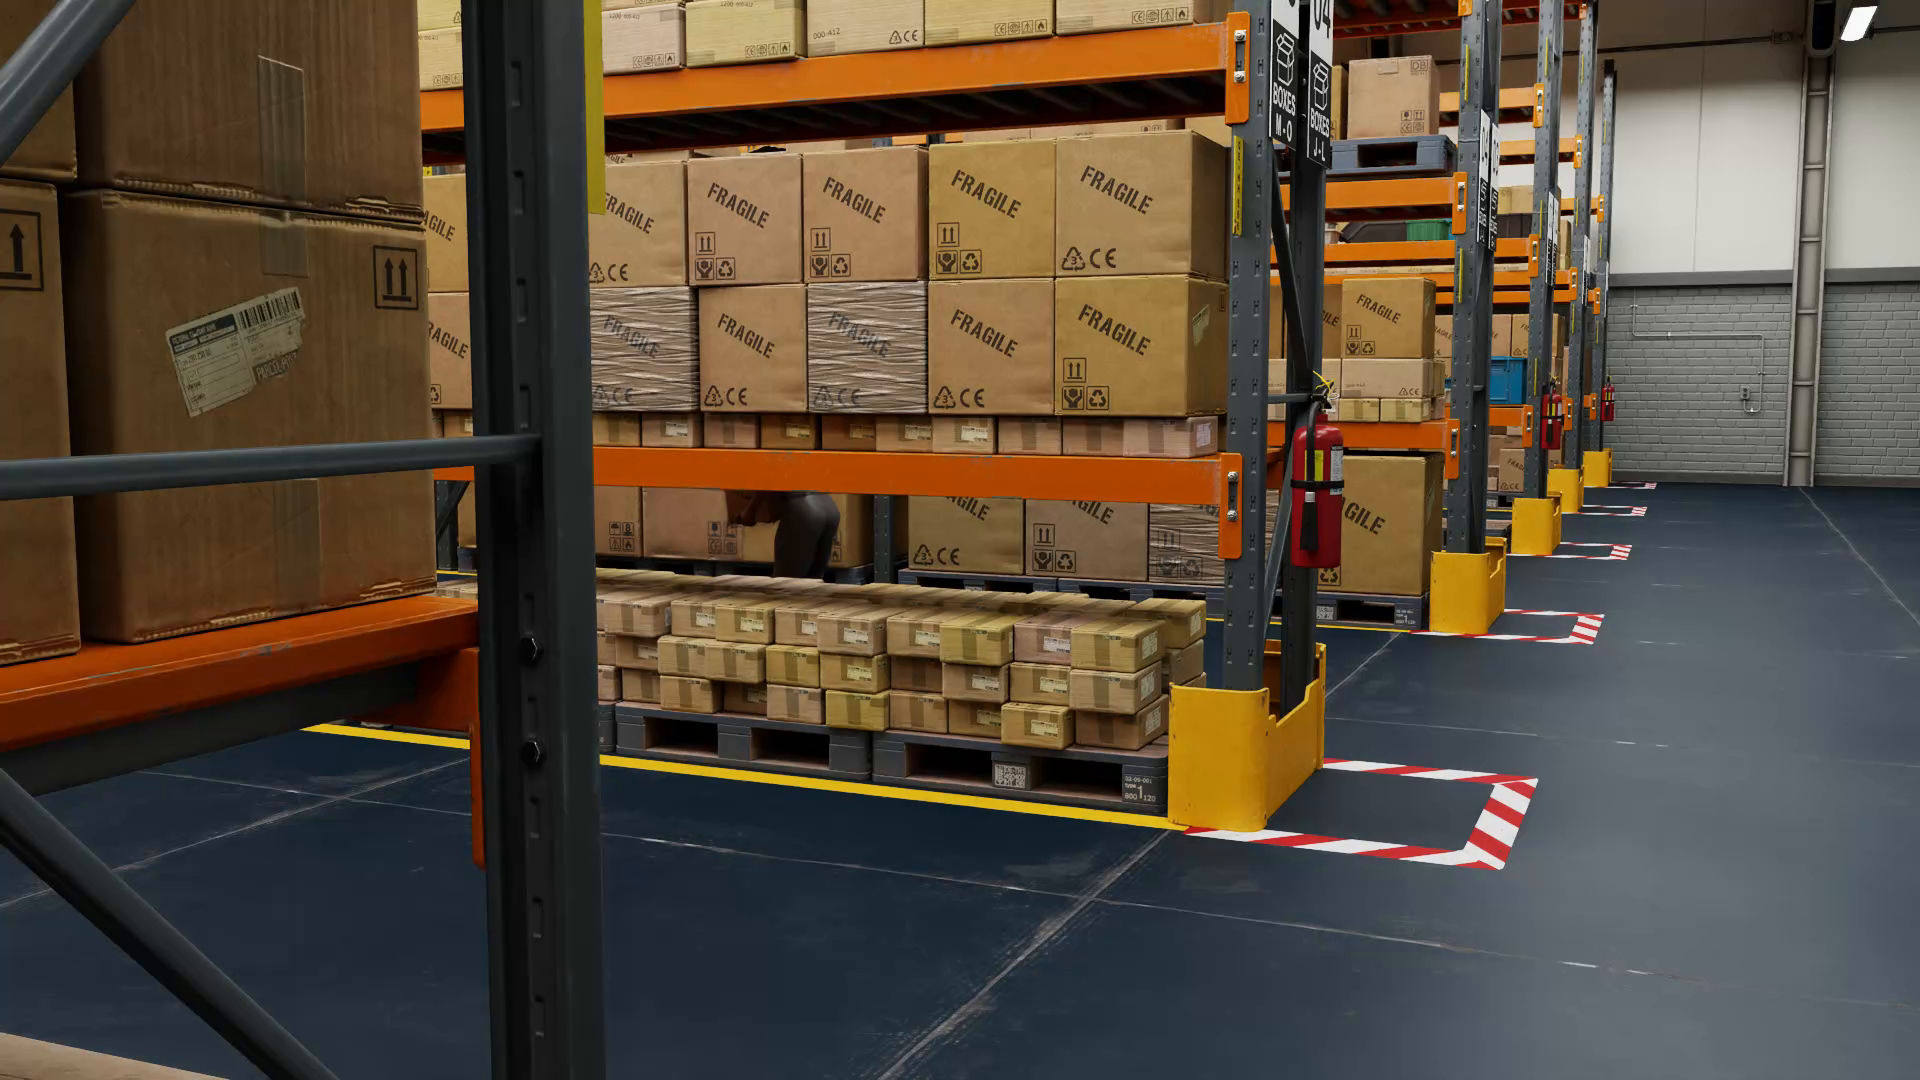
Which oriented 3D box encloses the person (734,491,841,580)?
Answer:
[{"bbox_3d":[-0.922,-0.102,8.895,0.516,1.655,0.413,2,6,22],"label":"person"}]
